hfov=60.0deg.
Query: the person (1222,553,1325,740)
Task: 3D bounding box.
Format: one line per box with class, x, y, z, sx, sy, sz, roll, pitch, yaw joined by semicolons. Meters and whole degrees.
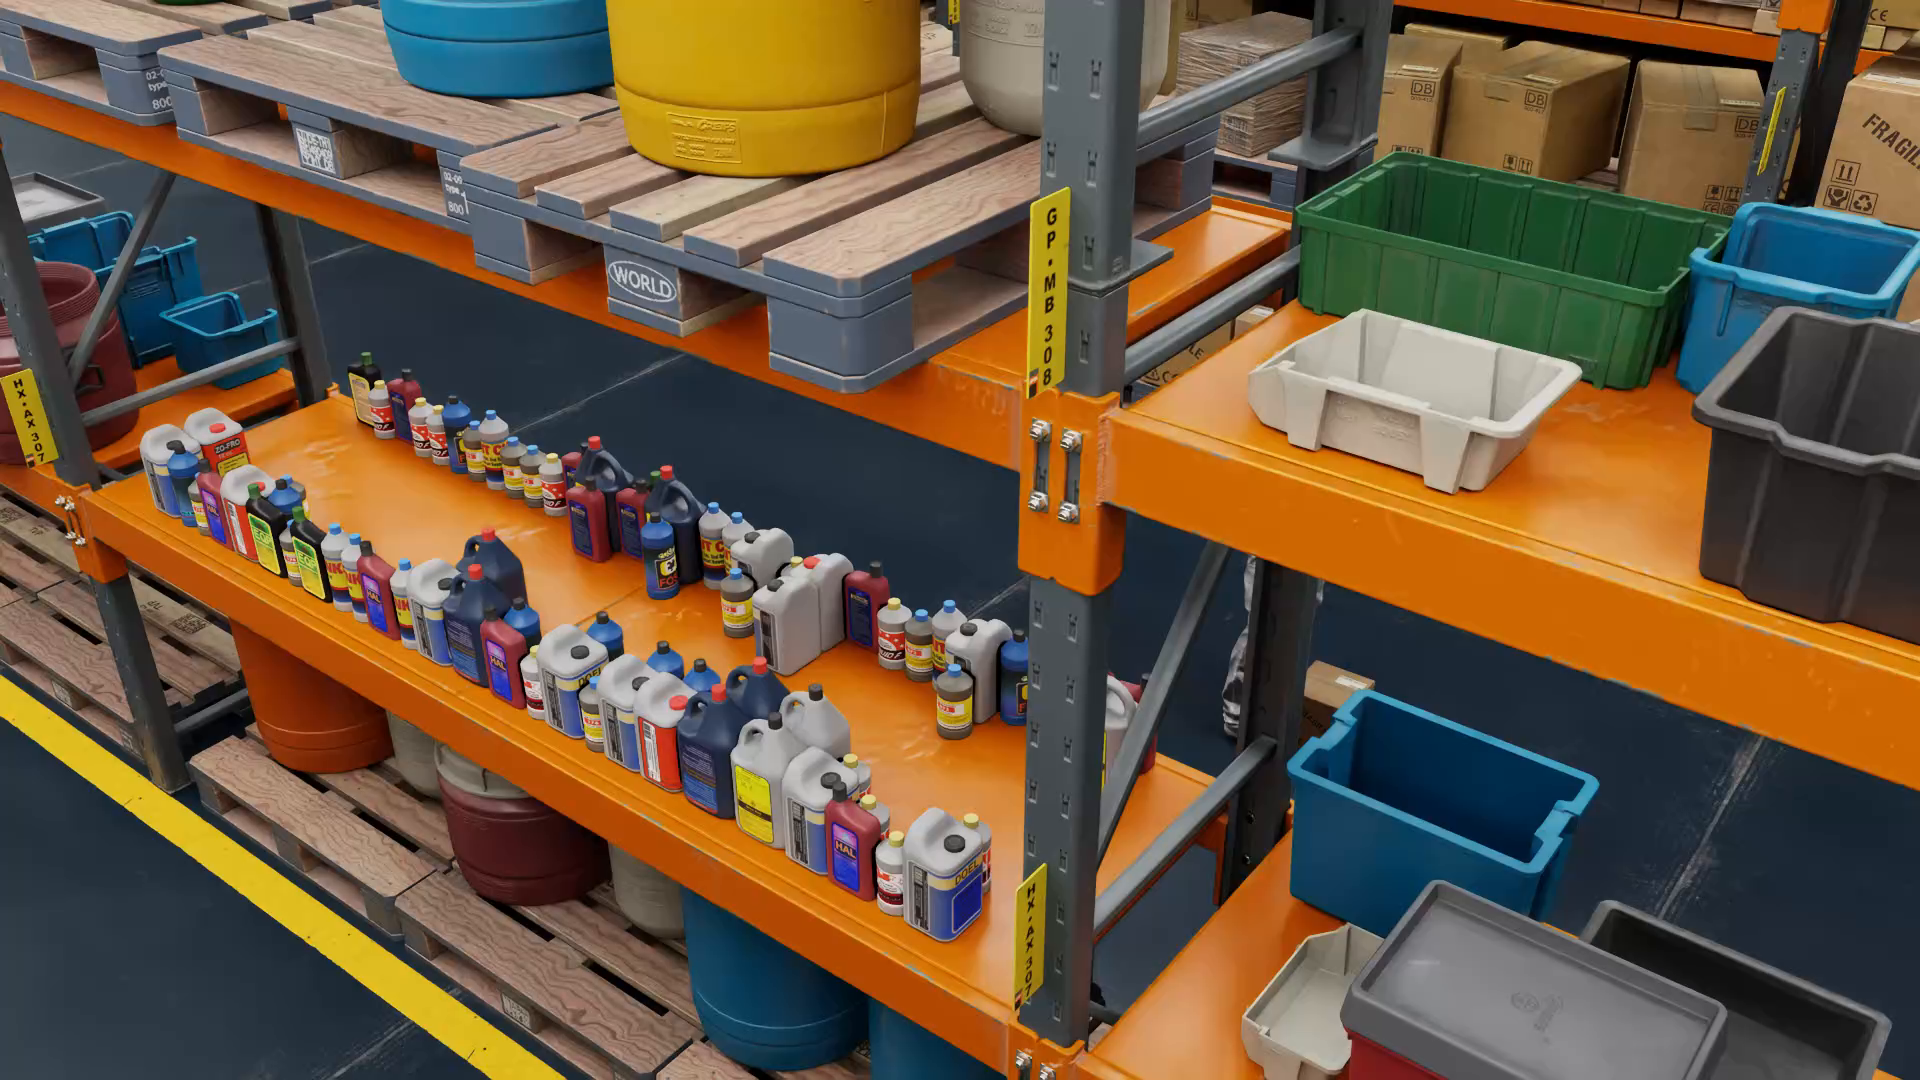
person;1.256;-0.059;6.219;0.446;1.775;0.629;19;35;29
